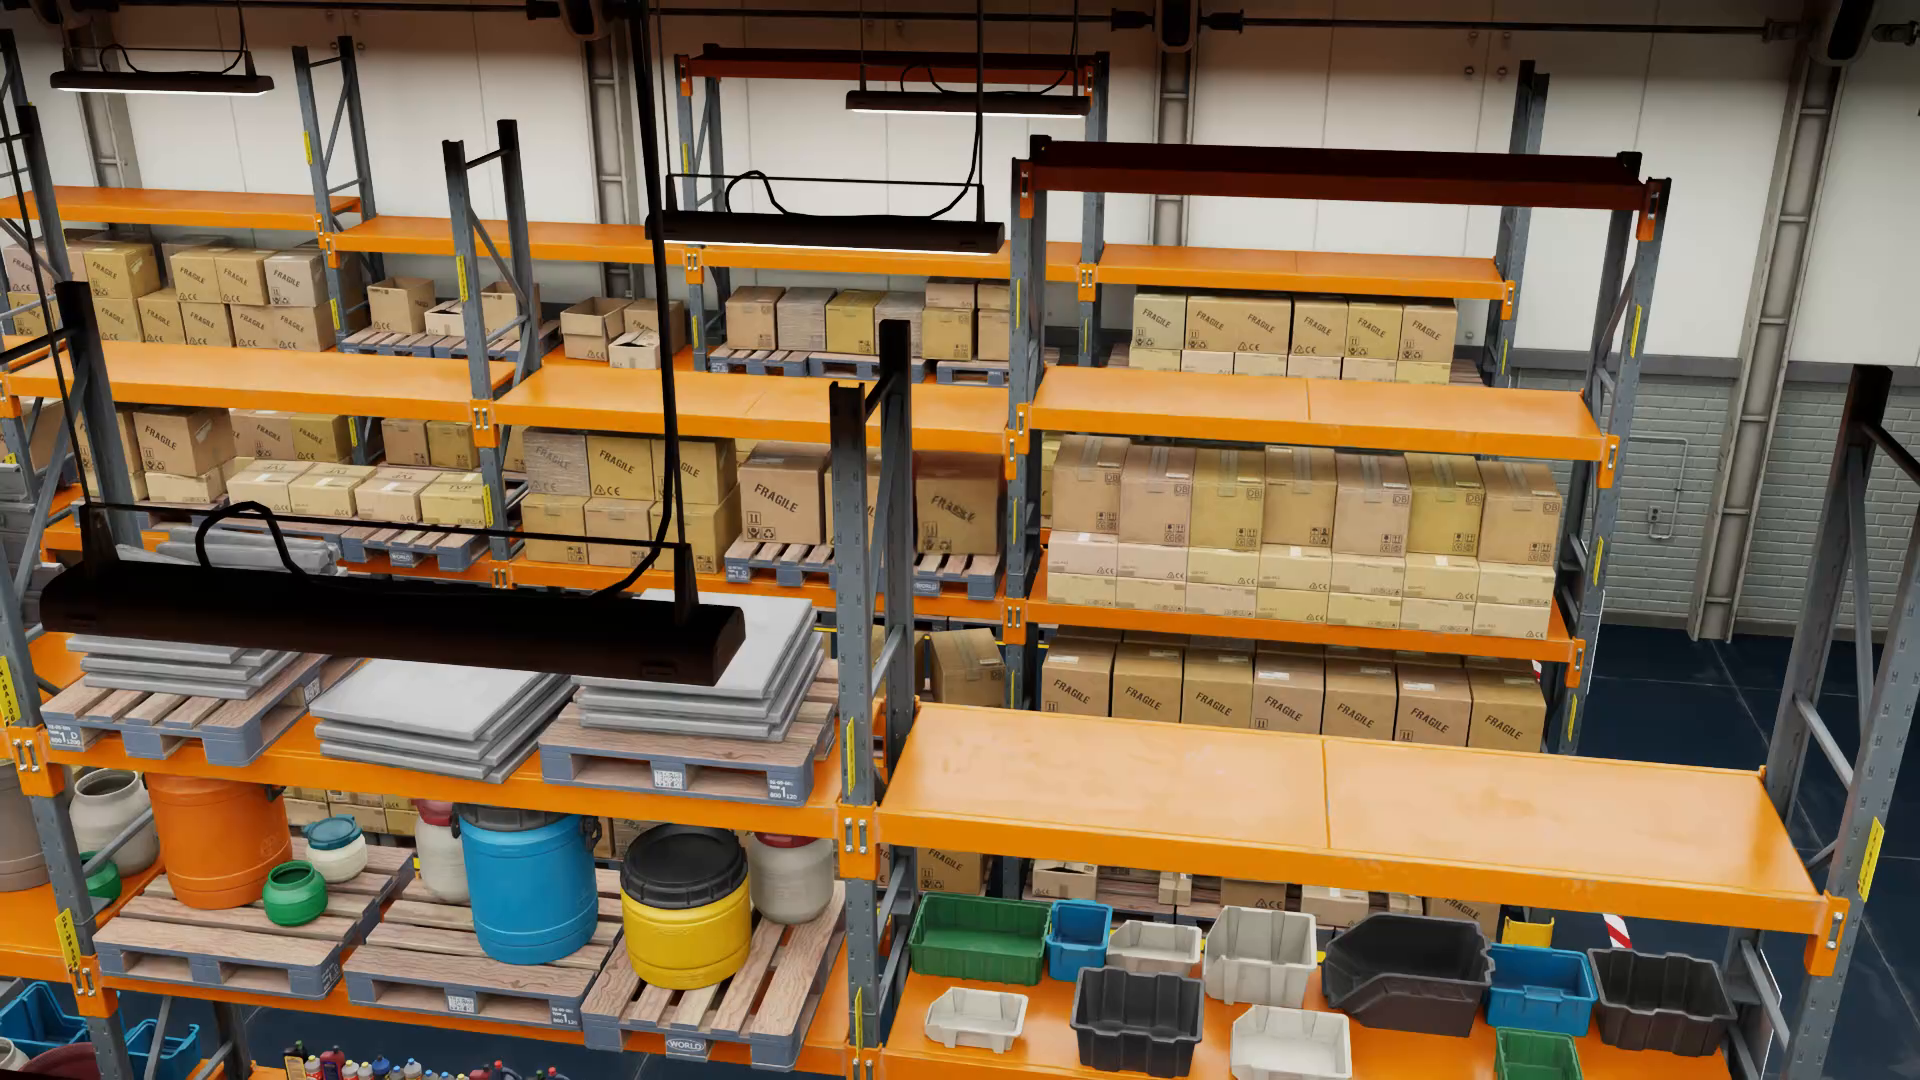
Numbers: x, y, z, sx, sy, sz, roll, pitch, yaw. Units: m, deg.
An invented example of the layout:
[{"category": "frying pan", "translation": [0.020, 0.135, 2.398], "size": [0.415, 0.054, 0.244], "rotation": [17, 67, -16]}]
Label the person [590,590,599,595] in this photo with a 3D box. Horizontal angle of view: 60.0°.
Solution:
[{"category": "person", "translation": [-3.551, 0.505, 16.951], "size": [0.580, 1.588, 0.562], "rotation": [-6, 24, -13]}]
